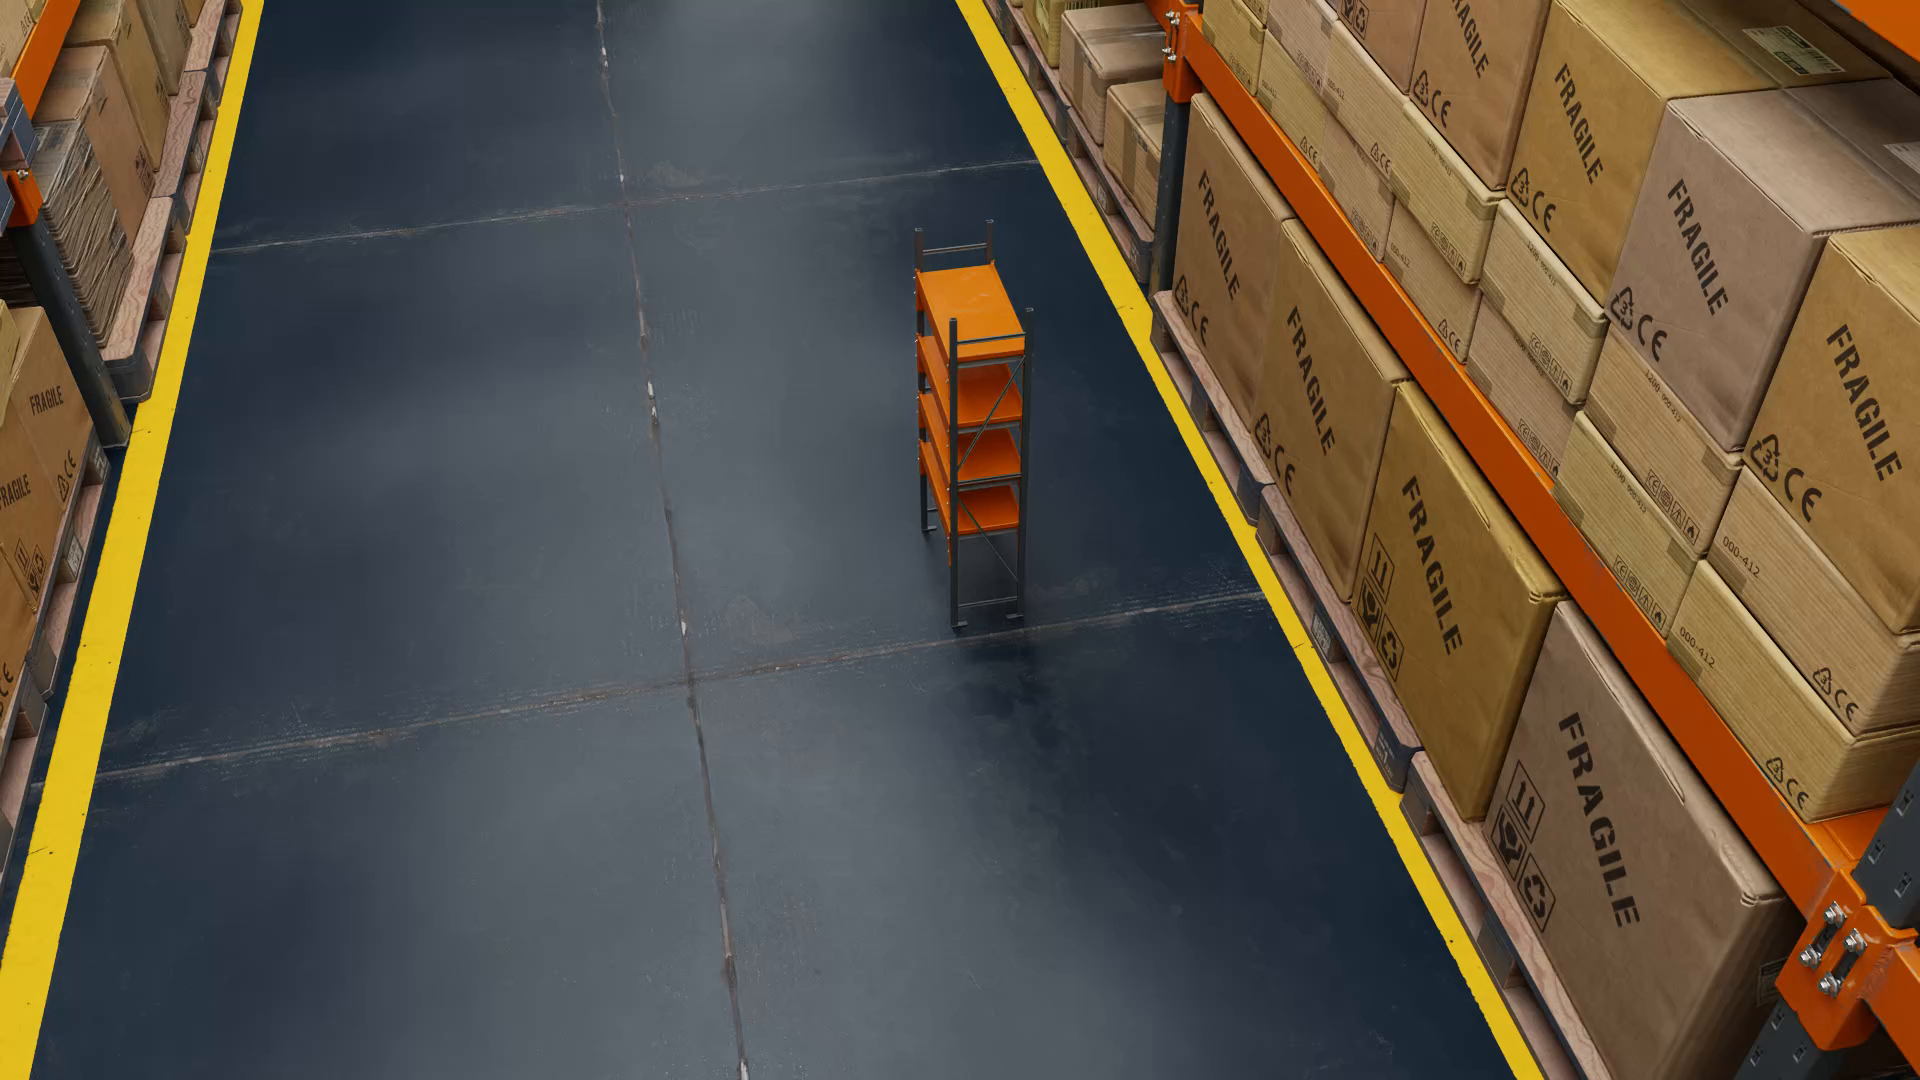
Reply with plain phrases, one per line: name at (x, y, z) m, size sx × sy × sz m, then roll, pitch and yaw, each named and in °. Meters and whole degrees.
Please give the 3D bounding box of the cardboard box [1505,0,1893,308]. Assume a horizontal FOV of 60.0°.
cardboard box at (1.588, -0.879, 3.652) m, size 0.500 × 0.500 × 0.500 m, roll -7°, pitch 42°, yaw -8°

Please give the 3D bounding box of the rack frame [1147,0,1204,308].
rack frame at (1.275, -2.141, 5.902) m, size 1.000 × 3.000 × 0.127 m, roll -8°, pitch 42°, yaw -9°

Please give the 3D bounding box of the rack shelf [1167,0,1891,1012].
rack shelf at (1.707, -0.576, 4.681) m, size 1.077 × 0.370 × 4.000 m, roll -8°, pitch 42°, yaw -9°

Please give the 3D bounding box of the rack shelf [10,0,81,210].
rack shelf at (-4.002, -2.455, 6.798) m, size 1.077 × 0.370 × 4.000 m, roll -8°, pitch 42°, yaw -9°

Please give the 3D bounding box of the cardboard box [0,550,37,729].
cardboard box at (-3.056, 0.258, 4.766) m, size 0.500 × 0.500 × 0.500 m, roll -7°, pitch 42°, yaw -7°

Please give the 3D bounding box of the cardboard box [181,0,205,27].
cardboard box at (-4.310, -2.953, 8.289) m, size 0.875 × 0.625 × 0.625 m, roll -7°, pitch 42°, yaw -7°

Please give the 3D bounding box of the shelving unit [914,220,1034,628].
shelving unit at (0.036, -0.341, 5.231) m, size 0.258 × 1.200 × 0.503 m, roll -8°, pitch 42°, yaw -9°

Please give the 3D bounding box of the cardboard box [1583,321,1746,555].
cardboard box at (1.691, -0.253, 3.512) m, size 0.500 × 0.250 × 0.500 m, roll -7°, pitch 42°, yaw -8°

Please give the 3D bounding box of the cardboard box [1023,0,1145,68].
cardboard box at (0.838, -2.653, 8.142) m, size 0.950 × 0.372 × 0.625 m, roll -7°, pitch 42°, yaw -8°

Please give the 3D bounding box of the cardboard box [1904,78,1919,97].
cardboard box at (2.188, -0.612, 3.351) m, size 0.500 × 0.500 × 0.500 m, roll -9°, pitch 42°, yaw -10°

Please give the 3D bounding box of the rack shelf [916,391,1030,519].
rack shelf at (0.036, -0.291, 5.275) m, size 0.258 × 0.148 × 0.480 m, roll -8°, pitch 42°, yaw -9°

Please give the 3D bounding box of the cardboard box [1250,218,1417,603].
cardboard box at (1.532, -0.465, 5.299) m, size 0.875 × 0.875 × 0.875 m, roll -8°, pitch 42°, yaw -9°

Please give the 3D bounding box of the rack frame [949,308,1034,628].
rack frame at (0.088, -0.183, 5.053) m, size 0.240 × 1.200 × 0.015 m, roll -8°, pitch 42°, yaw -9°

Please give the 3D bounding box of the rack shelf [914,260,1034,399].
rack shelf at (0.036, -0.635, 4.970) m, size 0.258 × 0.148 × 0.480 m, roll -8°, pitch 42°, yaw -9°

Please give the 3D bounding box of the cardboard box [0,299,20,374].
cardboard box at (-3.216, -0.608, 5.254) m, size 0.380 × 0.149 × 0.250 m, roll -10°, pitch 43°, yaw -11°

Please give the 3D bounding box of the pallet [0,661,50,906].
pallet at (-3.186, 0.894, 4.584) m, size 1.003 × 0.211 × 1.213 m, roll -8°, pitch 42°, yaw -9°

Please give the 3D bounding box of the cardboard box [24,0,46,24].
cardboard box at (-3.531, -2.021, 5.880) m, size 0.500 × 0.250 × 0.500 m, roll -9°, pitch 42°, yaw -10°

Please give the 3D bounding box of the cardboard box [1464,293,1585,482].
cardboard box at (1.597, -0.407, 4.062) m, size 0.500 × 0.250 × 0.500 m, roll -9°, pitch 42°, yaw -10°

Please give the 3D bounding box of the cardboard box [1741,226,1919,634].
cardboard box at (1.797, -0.213, 2.902) m, size 0.500 × 0.500 × 0.500 m, roll -7°, pitch 42°, yaw -8°

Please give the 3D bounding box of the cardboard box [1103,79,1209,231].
cardboard box at (1.163, -1.683, 7.050) m, size 0.950 × 0.372 × 0.625 m, roll -11°, pitch 43°, yaw -12°

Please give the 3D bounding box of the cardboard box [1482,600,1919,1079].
cardboard box at (1.927, 0.699, 3.987) m, size 0.875 × 0.875 × 0.875 m, roll -7°, pitch 42°, yaw -8°

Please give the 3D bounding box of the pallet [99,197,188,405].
pallet at (-3.710, -0.924, 6.632) m, size 1.003 × 0.211 × 1.213 m, roll -8°, pitch 42°, yaw -9°

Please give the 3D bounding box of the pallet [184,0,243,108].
pallet at (-4.237, -2.505, 8.413) m, size 1.003 × 0.211 × 1.213 m, roll -8°, pitch 42°, yaw -9°

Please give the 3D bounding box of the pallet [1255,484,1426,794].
pallet at (1.632, 0.213, 5.351) m, size 1.003 × 0.211 × 1.213 m, roll -8°, pitch 42°, yaw -9°

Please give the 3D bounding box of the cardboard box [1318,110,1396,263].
cardboard box at (1.371, -1.060, 4.798) m, size 0.500 × 0.250 × 0.500 m, roll -7°, pitch 42°, yaw -8°

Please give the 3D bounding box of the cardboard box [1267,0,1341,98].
cardboard box at (1.254, -1.573, 4.999) m, size 0.500 × 0.250 × 0.500 m, roll -7°, pitch 42°, yaw -8°

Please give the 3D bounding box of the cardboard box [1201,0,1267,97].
cardboard box at (1.135, -1.732, 5.554) m, size 0.500 × 0.250 × 0.500 m, roll -9°, pitch 42°, yaw -10°

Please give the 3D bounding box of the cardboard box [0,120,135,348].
cardboard box at (-3.692, -1.103, 6.205) m, size 0.875 × 0.625 × 0.625 m, roll -7°, pitch 42°, yaw -8°

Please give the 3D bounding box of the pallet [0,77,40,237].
pallet at (-3.356, -0.926, 4.678) m, size 1.213 × 0.211 × 1.003 m, roll -8°, pitch 42°, yaw -9°

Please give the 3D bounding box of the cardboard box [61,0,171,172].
cardboard box at (-3.986, -1.961, 7.172) m, size 0.875 × 0.625 × 0.625 m, roll -10°, pitch 43°, yaw -11°

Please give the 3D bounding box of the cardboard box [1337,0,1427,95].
cardboard box at (1.356, -1.540, 4.397) m, size 0.500 × 0.500 × 0.500 m, roll -7°, pitch 42°, yaw -8°

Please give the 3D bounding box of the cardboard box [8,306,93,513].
cardboard box at (-3.269, -0.406, 5.515) m, size 0.500 × 0.500 × 0.500 m, roll -7°, pitch 42°, yaw -8°

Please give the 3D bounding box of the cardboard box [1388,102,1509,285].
cardboard box at (1.446, -0.917, 4.260) m, size 0.500 × 0.250 × 0.500 m, roll -8°, pitch 42°, yaw -9°

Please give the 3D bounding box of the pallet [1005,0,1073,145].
pallet at (0.848, -2.394, 8.288) m, size 1.003 × 0.211 × 1.213 m, roll -8°, pitch 42°, yaw -9°

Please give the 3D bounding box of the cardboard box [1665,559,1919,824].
cardboard box at (1.796, 0.253, 3.318) m, size 0.500 × 0.250 × 0.500 m, roll -9°, pitch 42°, yaw -10°
